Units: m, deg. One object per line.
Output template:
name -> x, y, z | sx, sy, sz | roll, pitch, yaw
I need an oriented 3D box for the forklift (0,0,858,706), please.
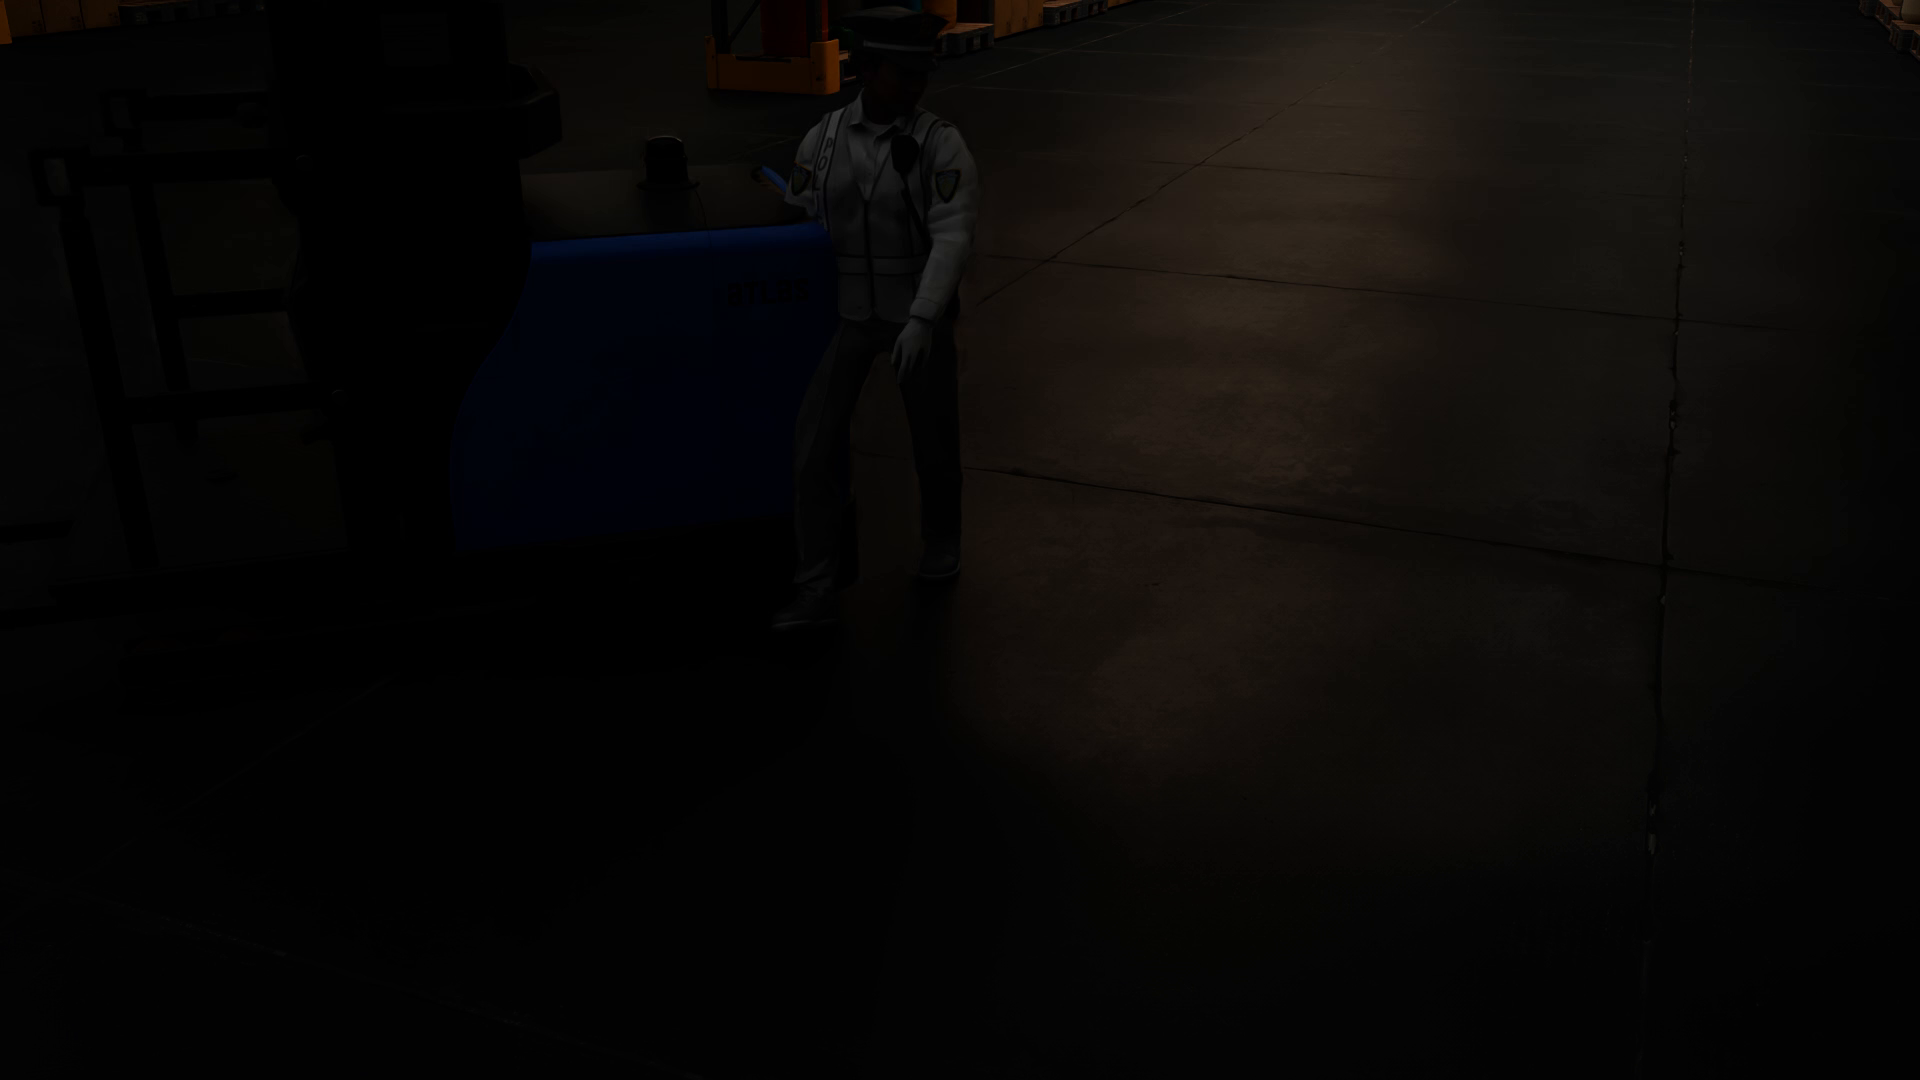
forklift -> -1.862, -1.170, 4.092 | 3.031, 2.935, 1.130 | -7, 24, -16

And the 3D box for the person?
person -> -0.256, -0.554, 4.372 | 0.611, 1.599, 0.819 | 3, 23, 8
